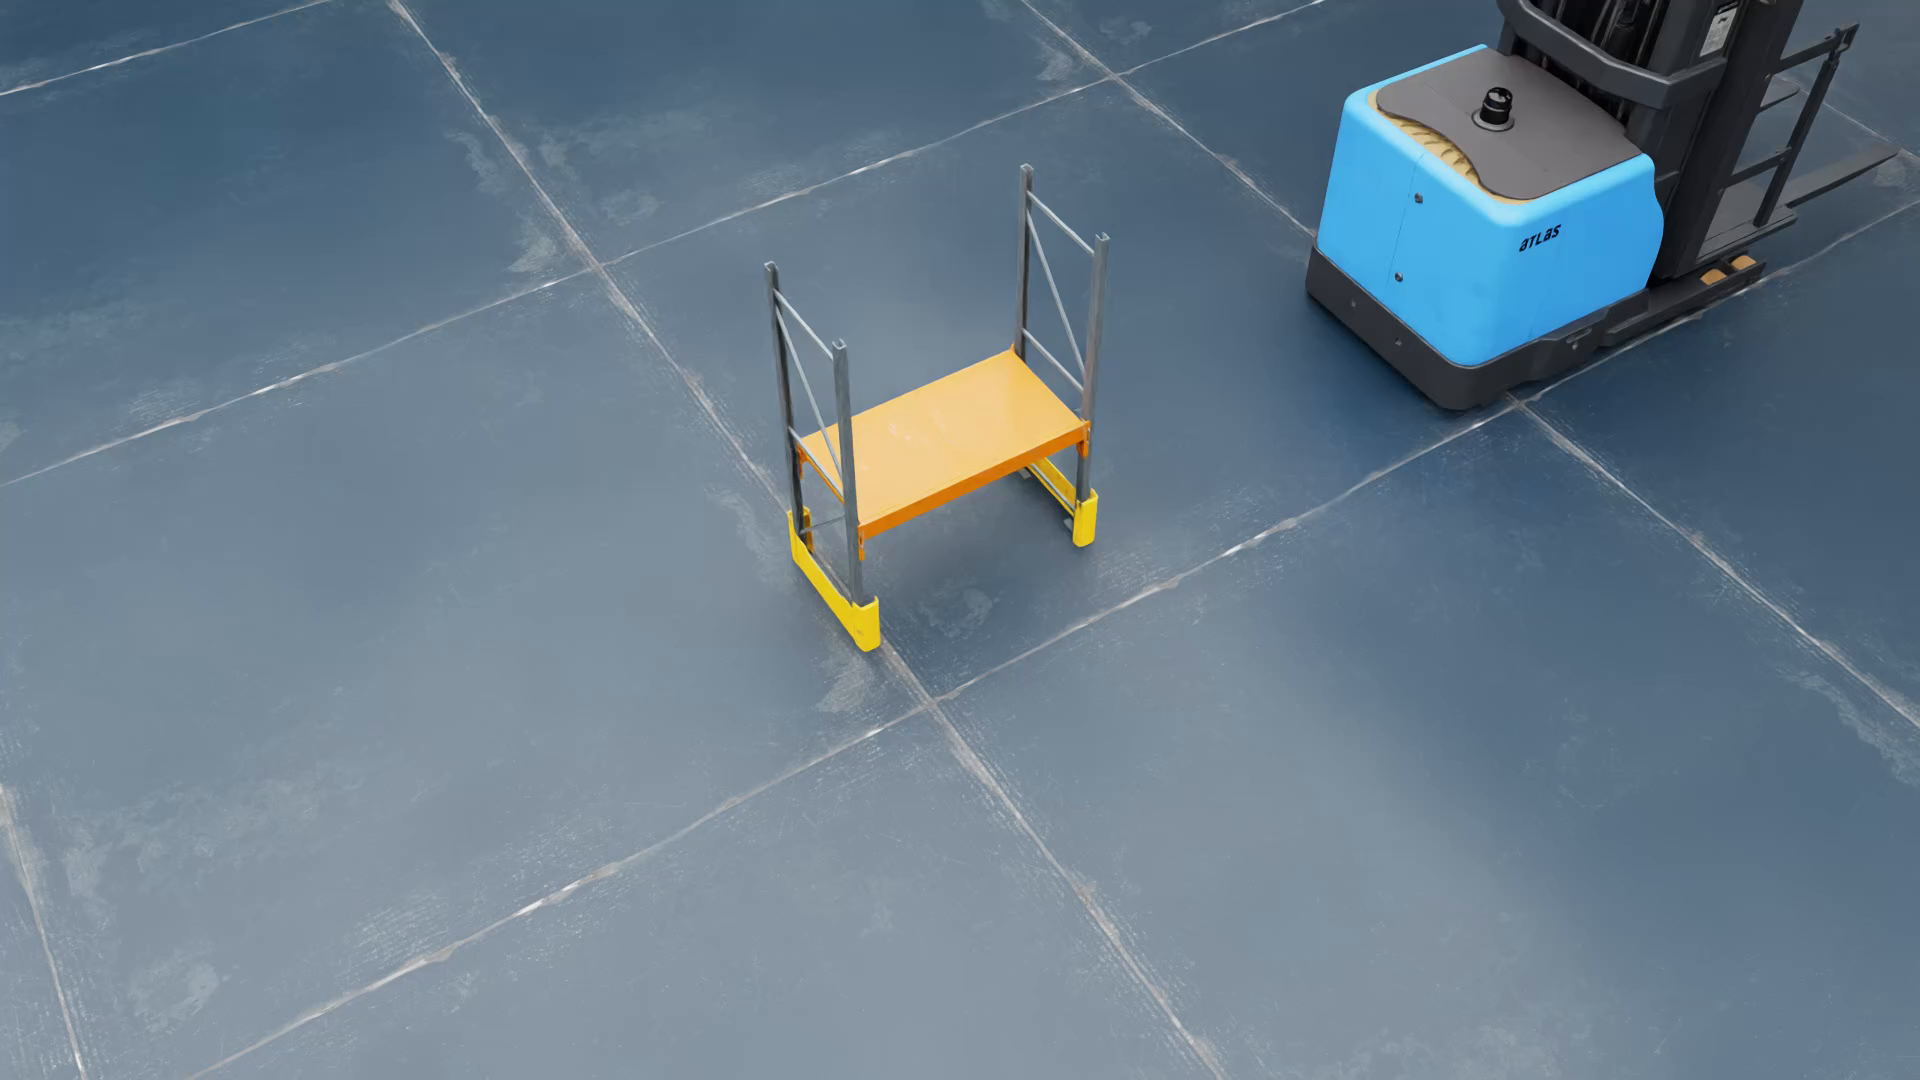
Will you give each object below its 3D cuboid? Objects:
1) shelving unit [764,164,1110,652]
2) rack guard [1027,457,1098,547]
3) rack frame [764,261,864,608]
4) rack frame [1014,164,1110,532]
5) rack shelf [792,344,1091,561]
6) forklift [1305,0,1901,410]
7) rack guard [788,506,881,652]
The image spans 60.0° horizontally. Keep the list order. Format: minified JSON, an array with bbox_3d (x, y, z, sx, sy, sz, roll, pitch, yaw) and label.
[{"bbox_3d":[-0.064,-0.468,6.108,1.083,1.500,0.587,-25,53,-21],"label":"shelving unit"},{"bbox_3d":[0.357,-0.251,6.752,0.087,0.250,0.587,-25,53,-21],"label":"rack guard"},{"bbox_3d":[-0.502,-0.262,5.925,0.032,1.500,0.500,-25,53,-21],"label":"rack frame"},{"bbox_3d":[0.358,-0.667,6.285,0.032,1.500,0.500,-25,53,-21],"label":"rack frame"},{"bbox_3d":[-0.072,-0.345,6.239,1.000,0.185,0.538,-25,53,-21],"label":"rack shelf"},{"bbox_3d":[3.114,-2.368,6.842,3.031,2.935,1.130,-24,53,-20],"label":"forklift"},{"bbox_3d":[-0.486,0.146,6.398,0.087,0.250,0.587,-25,53,-21],"label":"rack guard"}]
